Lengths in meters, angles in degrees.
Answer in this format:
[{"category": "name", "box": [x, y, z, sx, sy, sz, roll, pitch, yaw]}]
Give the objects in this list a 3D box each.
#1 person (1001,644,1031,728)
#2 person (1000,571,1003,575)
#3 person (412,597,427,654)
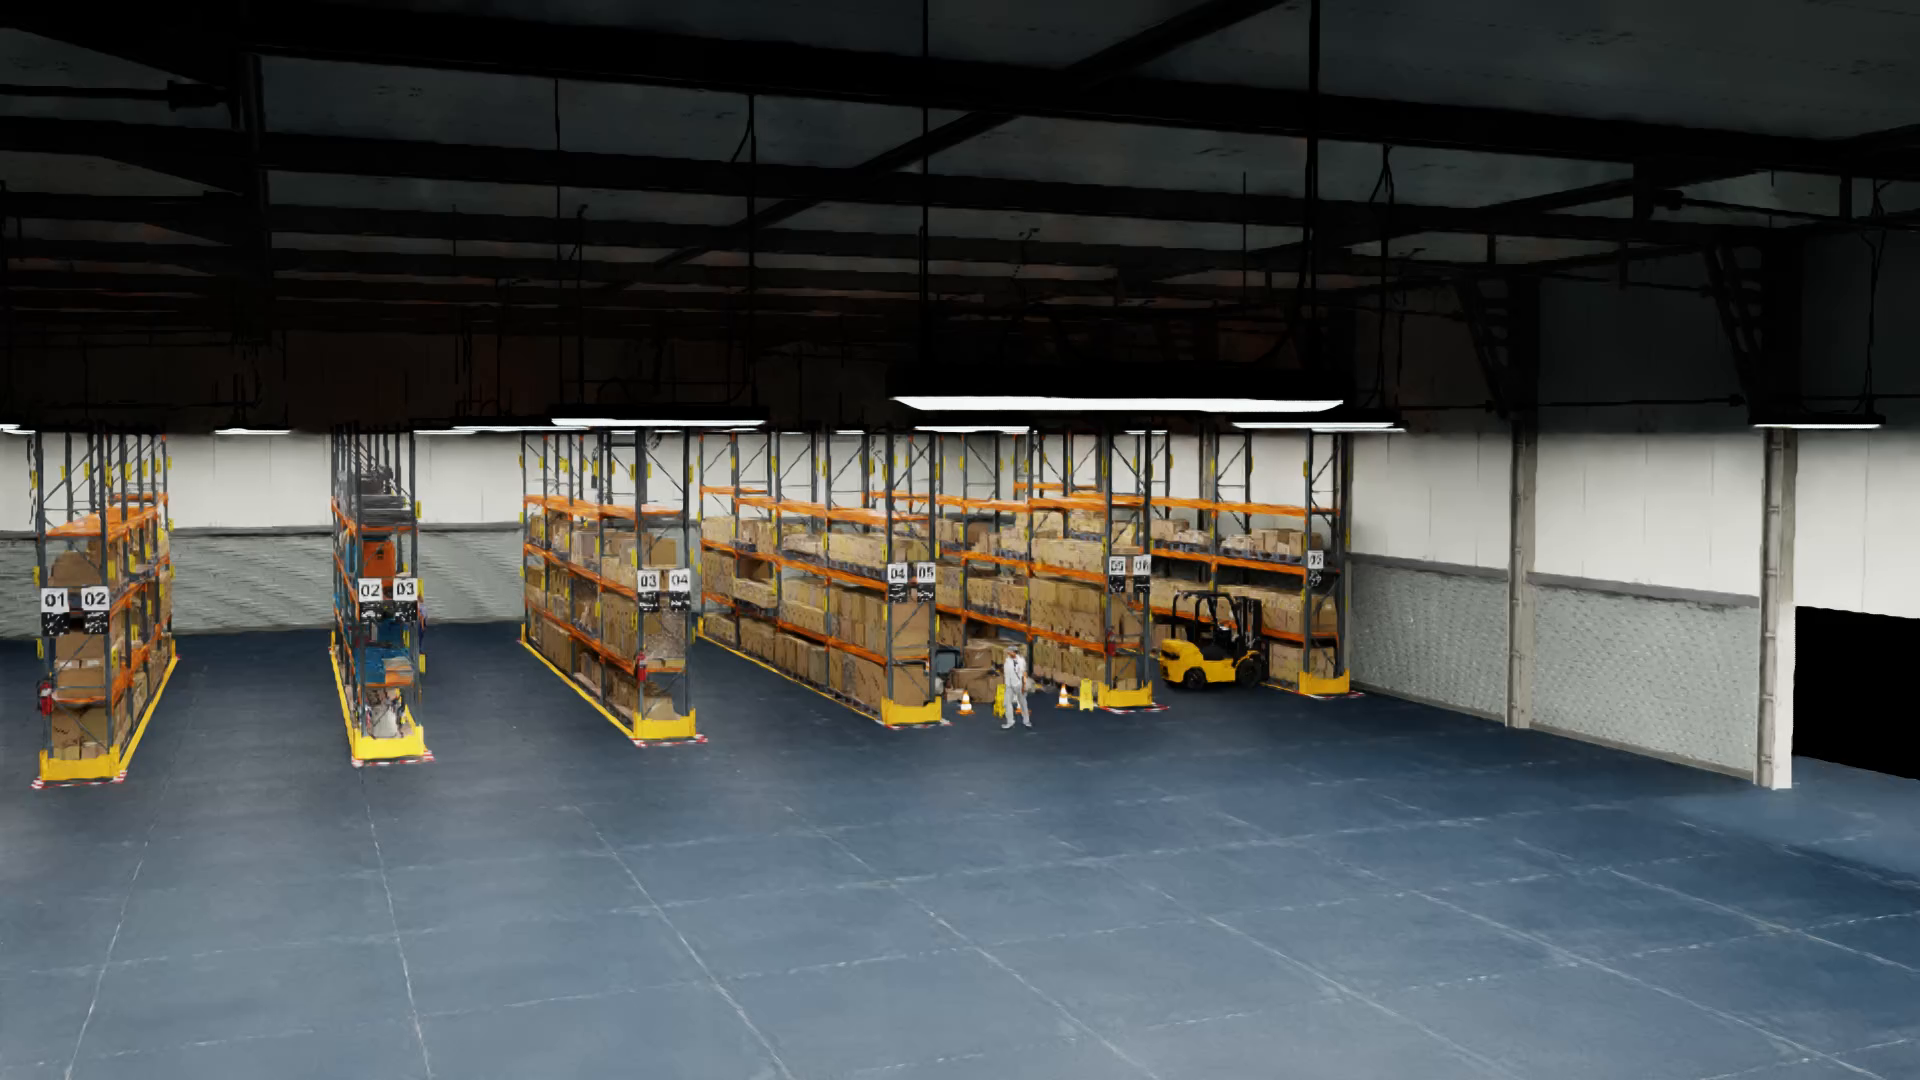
[{"category": "person", "box": [1.109, 2.860, 32.713, 0.542, 1.653, 0.561, 3, 4, 35]}, {"category": "person", "box": [1.208, 1.759, 50.167, 0.483, 1.654, 0.645, -1, 4, -19]}, {"category": "person", "box": [-14.022, 2.192, 43.142, 0.377, 1.649, 0.631, -2, 4, -31]}]
